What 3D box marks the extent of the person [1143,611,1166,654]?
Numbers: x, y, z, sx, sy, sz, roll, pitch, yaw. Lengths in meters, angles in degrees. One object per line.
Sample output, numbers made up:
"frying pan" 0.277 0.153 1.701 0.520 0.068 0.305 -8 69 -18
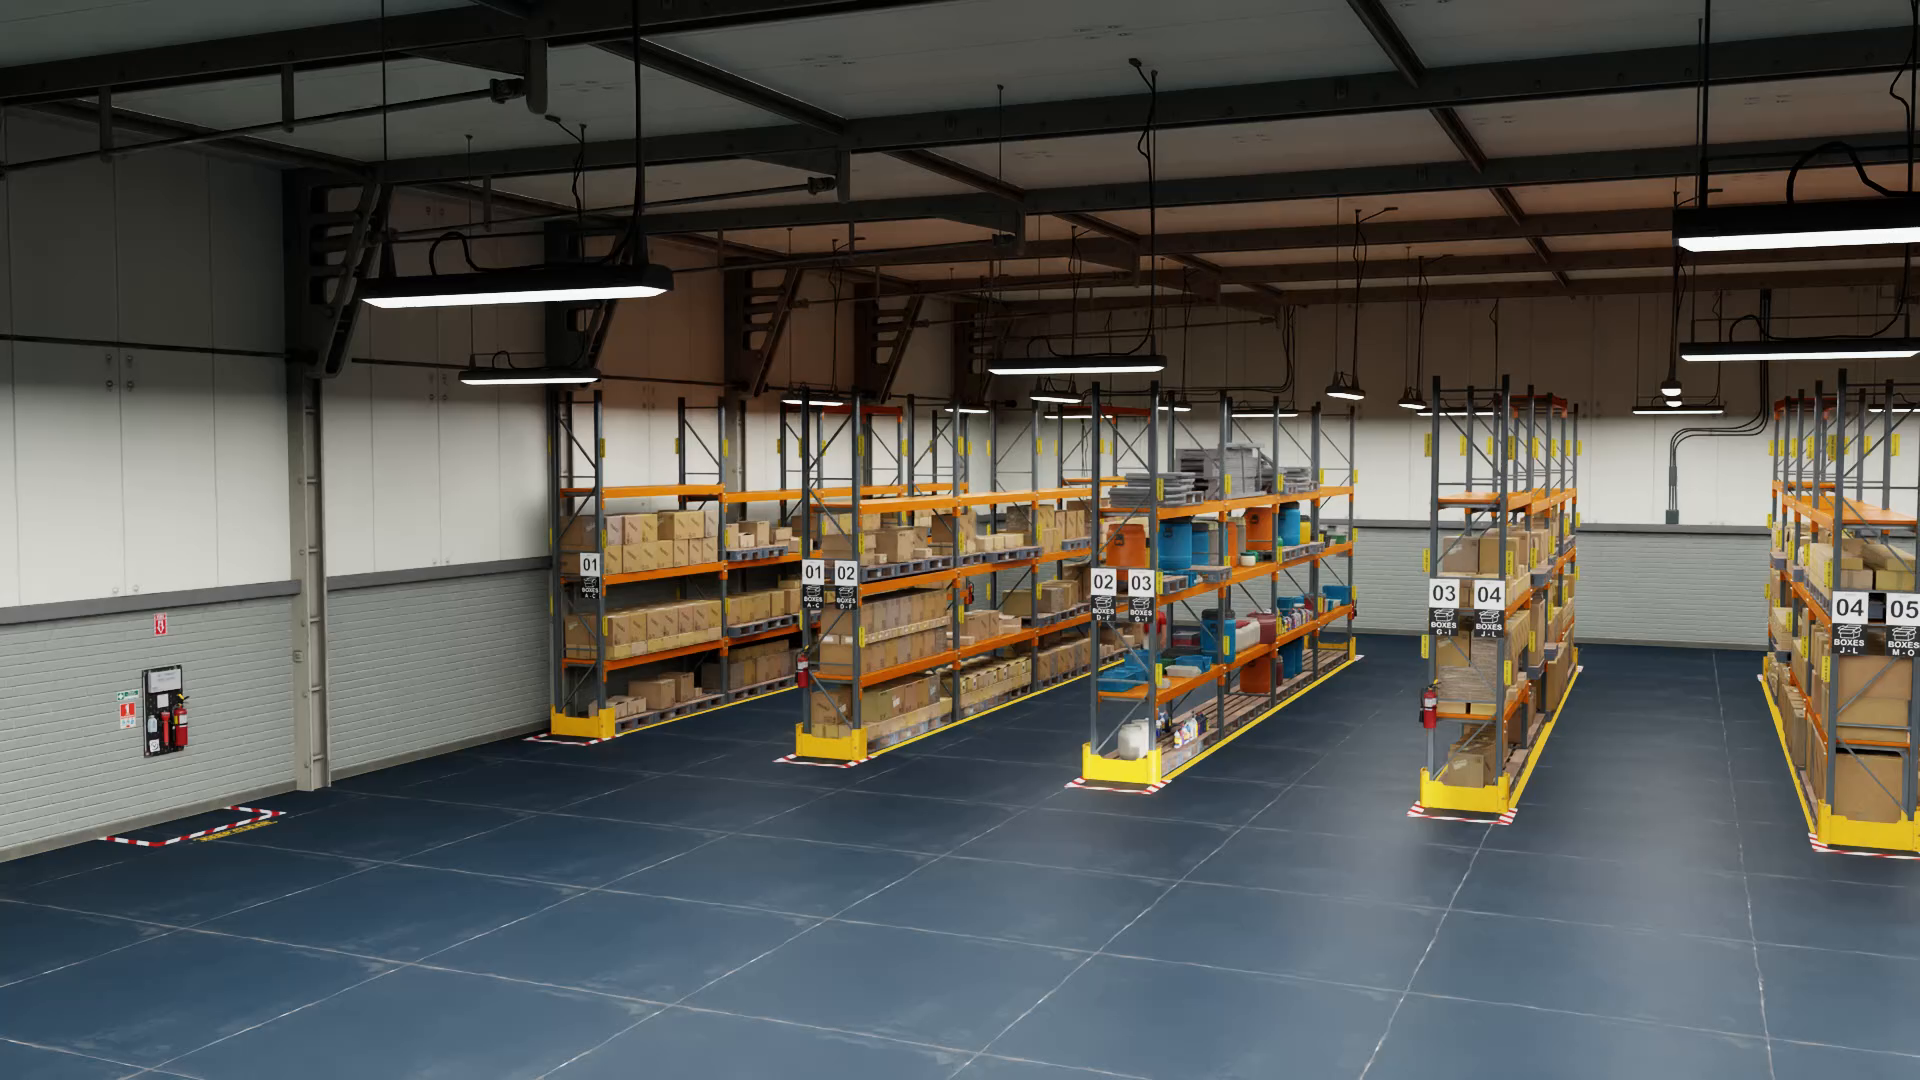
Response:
"person" 4.273 2.137 36.446 0.537 1.674 0.951 1 3 20
